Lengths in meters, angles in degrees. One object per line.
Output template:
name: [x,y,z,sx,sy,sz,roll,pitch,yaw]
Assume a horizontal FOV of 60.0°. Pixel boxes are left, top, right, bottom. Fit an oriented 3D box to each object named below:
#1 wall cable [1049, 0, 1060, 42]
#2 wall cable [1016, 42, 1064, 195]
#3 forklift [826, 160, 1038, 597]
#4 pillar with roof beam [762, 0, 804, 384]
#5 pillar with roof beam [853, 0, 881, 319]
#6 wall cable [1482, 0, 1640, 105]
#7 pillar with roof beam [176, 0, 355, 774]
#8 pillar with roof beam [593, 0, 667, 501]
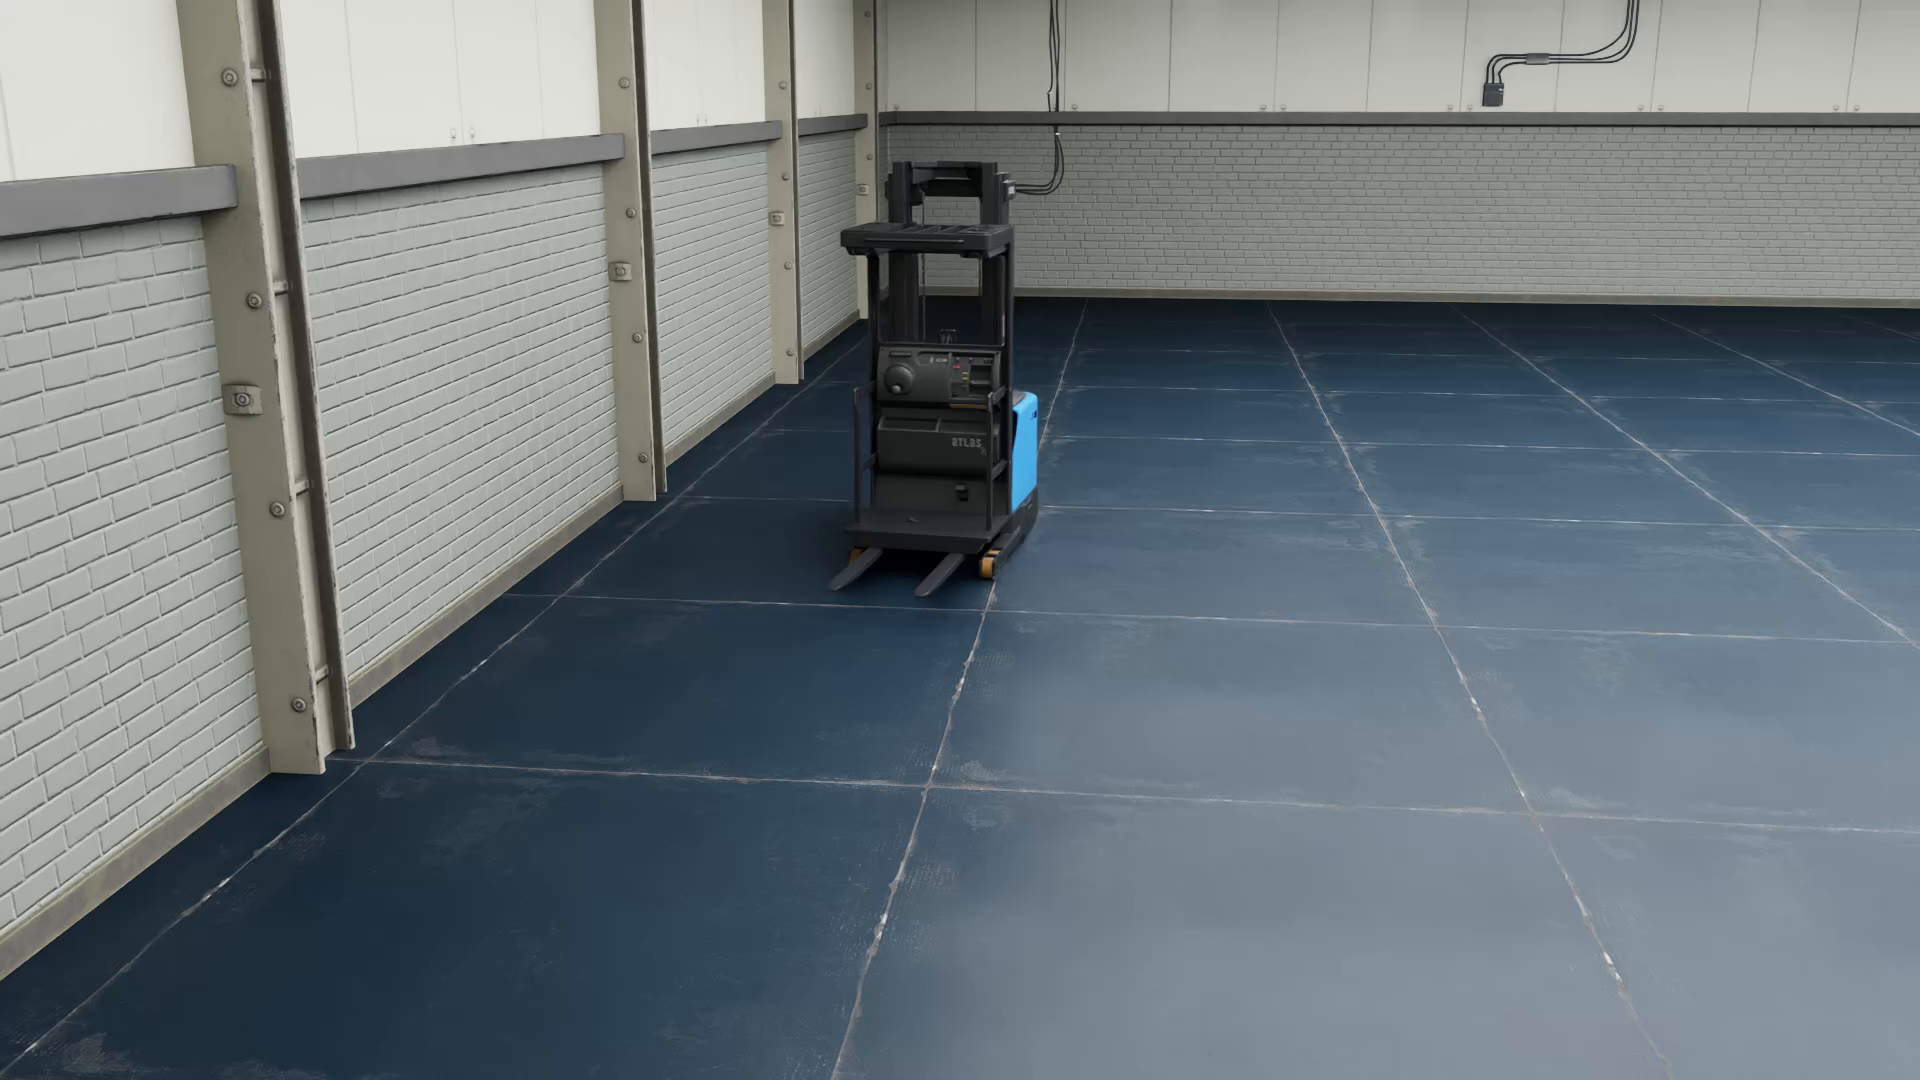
wall cable: [2.909,-9.433,27.082,3.097,2.526,0.112,2,15,6]
wall cable: [0.221,-7.075,28.036,3.097,2.526,0.112,2,15,6]
forklift: [-0.206,-1.236,12.117,1.130,2.935,3.031,4,16,13]
pillar with roof beam: [2.175,-6.166,18.725,9.100,9.000,0.400,2,15,6]
pillar with roof beam: [2.852,-7.722,24.480,9.100,9.000,0.400,2,15,6]
wall cable: [9.652,-9.932,26.137,2.305,6.003,0.169,2,15,6]
pillar with roof beam: [0.821,-3.053,7.215,9.100,9.000,0.400,2,15,6]
pillar with roof beam: [1.498,-4.610,12.970,9.100,9.000,0.400,2,15,6]
